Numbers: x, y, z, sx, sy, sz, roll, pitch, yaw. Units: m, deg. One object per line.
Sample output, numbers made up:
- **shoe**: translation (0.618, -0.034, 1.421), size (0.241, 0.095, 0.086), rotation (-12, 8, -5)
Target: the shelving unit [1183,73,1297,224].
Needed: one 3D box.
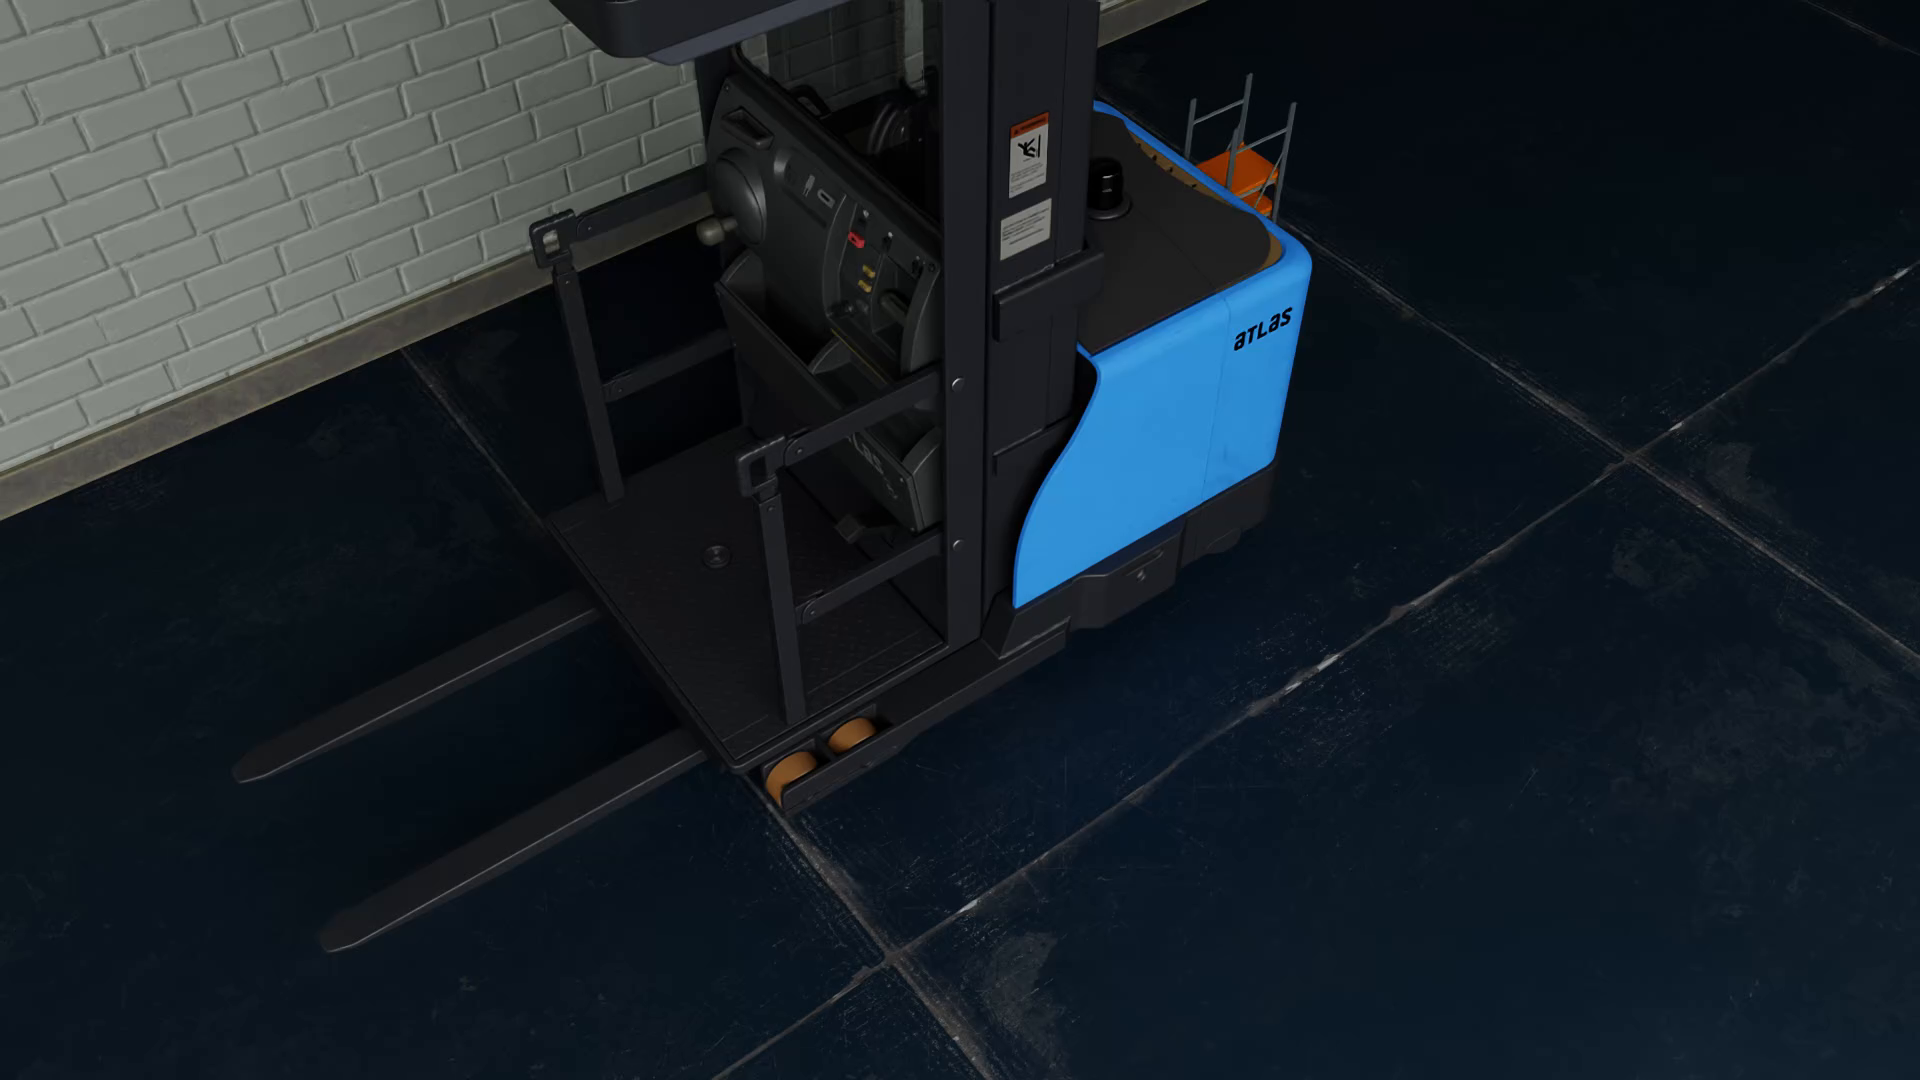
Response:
- **shelving unit**: translation (0.812, -0.856, 5.216), size (0.258, 1.200, 0.189), rotation (-28, 54, -23)

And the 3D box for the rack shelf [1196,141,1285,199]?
- **rack shelf**: translation (0.813, -1.068, 4.982), size (0.258, 0.103, 0.180), rotation (-28, 54, -23)

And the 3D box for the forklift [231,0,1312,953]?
- **forklift**: translation (-0.511, -0.690, 3.897), size (3.031, 2.935, 1.130), rotation (-28, 54, -23)

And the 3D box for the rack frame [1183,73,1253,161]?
- **rack frame**: translation (0.758, -0.911, 5.265), size (0.240, 1.200, 0.006), rotation (-28, 54, -23)

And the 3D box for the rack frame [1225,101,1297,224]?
- **rack frame**: translation (0.866, -0.801, 5.166), size (0.240, 1.200, 0.006), rotation (-28, 54, -23)

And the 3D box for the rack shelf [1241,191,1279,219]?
- **rack shelf**: translation (0.813, -0.987, 5.071), size (0.258, 0.103, 0.180), rotation (-28, 54, -23)
